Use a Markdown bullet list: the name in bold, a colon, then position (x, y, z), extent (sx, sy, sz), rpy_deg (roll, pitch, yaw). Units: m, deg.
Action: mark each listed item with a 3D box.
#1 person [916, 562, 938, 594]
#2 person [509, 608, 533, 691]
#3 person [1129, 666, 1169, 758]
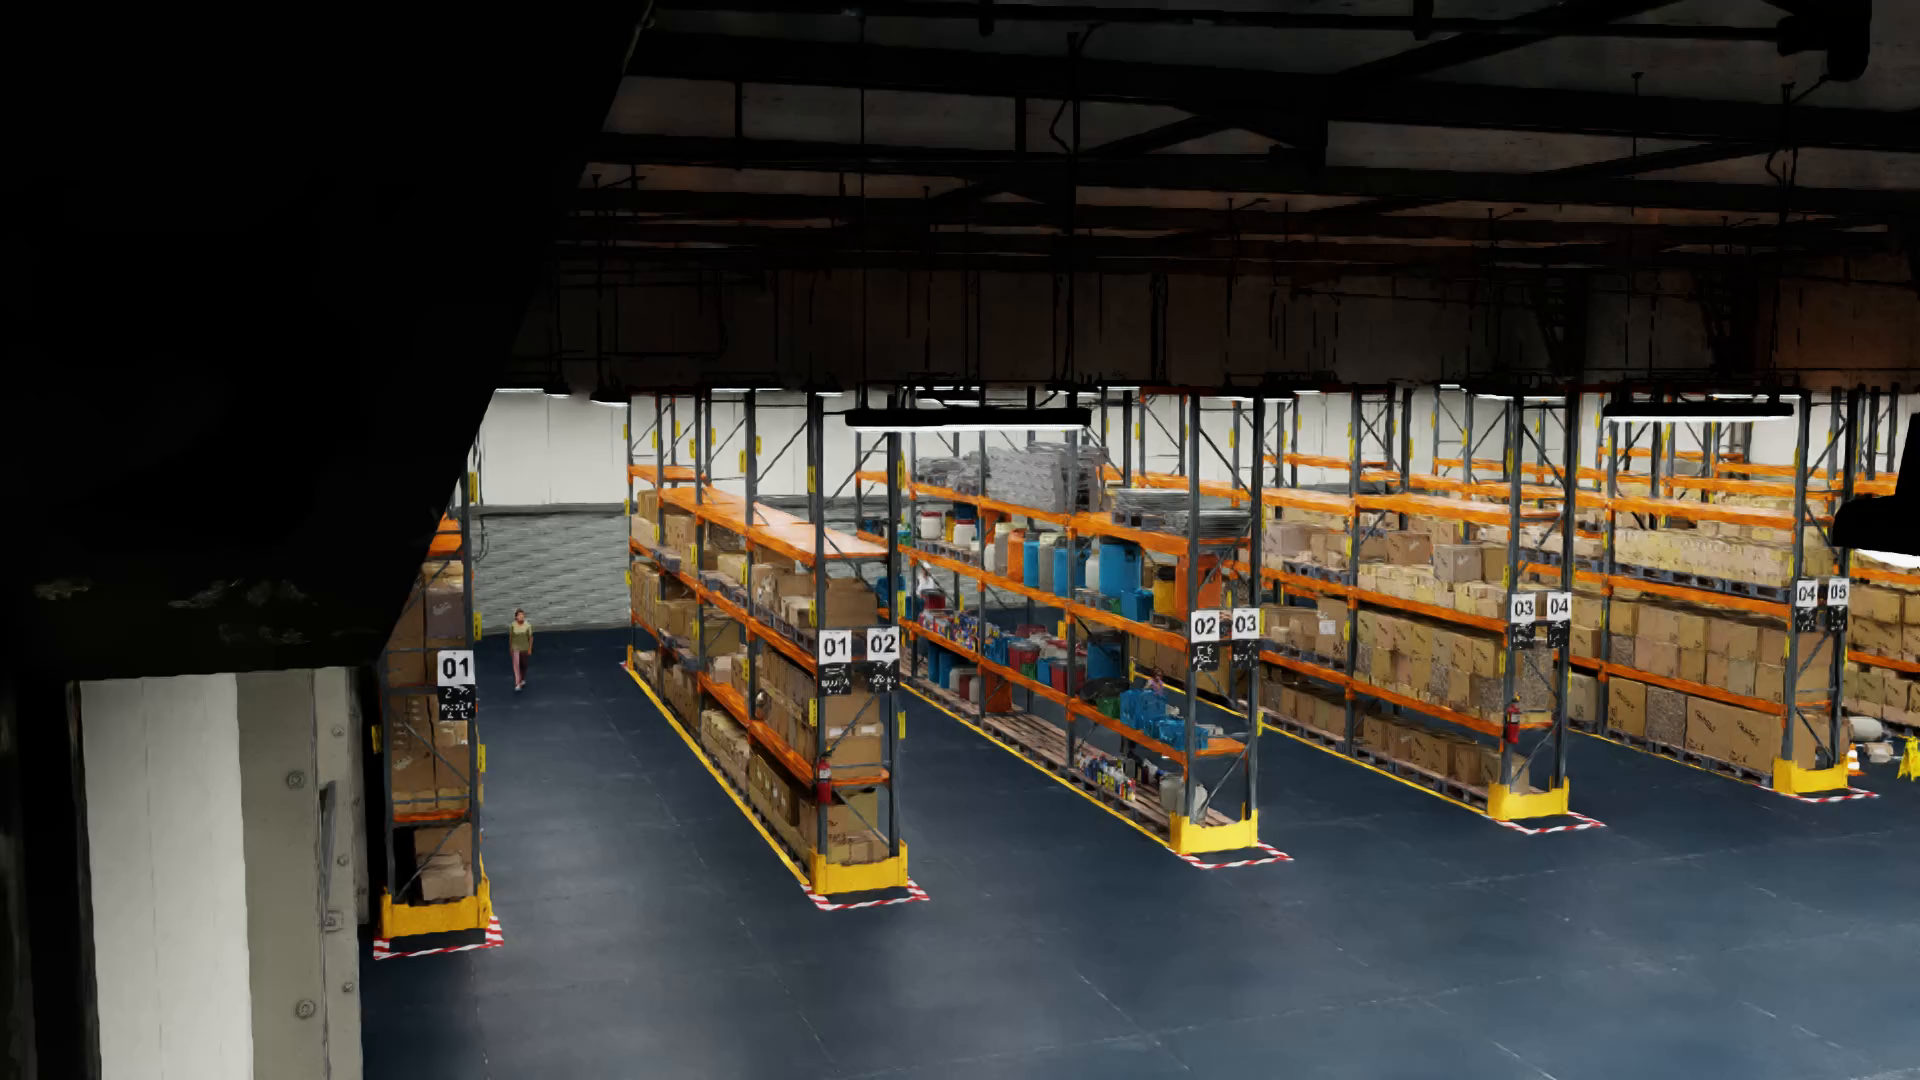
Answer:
- **person**: position (-0.795, 1.381, 39.673), extent (0.555, 1.725, 1.029), rpy_deg (-2, 6, -20)
- **person**: position (-8.647, 2.138, 32.808), extent (0.446, 1.591, 1.062), rpy_deg (-2, 6, -21)
- **person**: position (3.092, 2.778, 26.970), extent (0.562, 1.527, 0.782), rpy_deg (-4, 7, -36)
